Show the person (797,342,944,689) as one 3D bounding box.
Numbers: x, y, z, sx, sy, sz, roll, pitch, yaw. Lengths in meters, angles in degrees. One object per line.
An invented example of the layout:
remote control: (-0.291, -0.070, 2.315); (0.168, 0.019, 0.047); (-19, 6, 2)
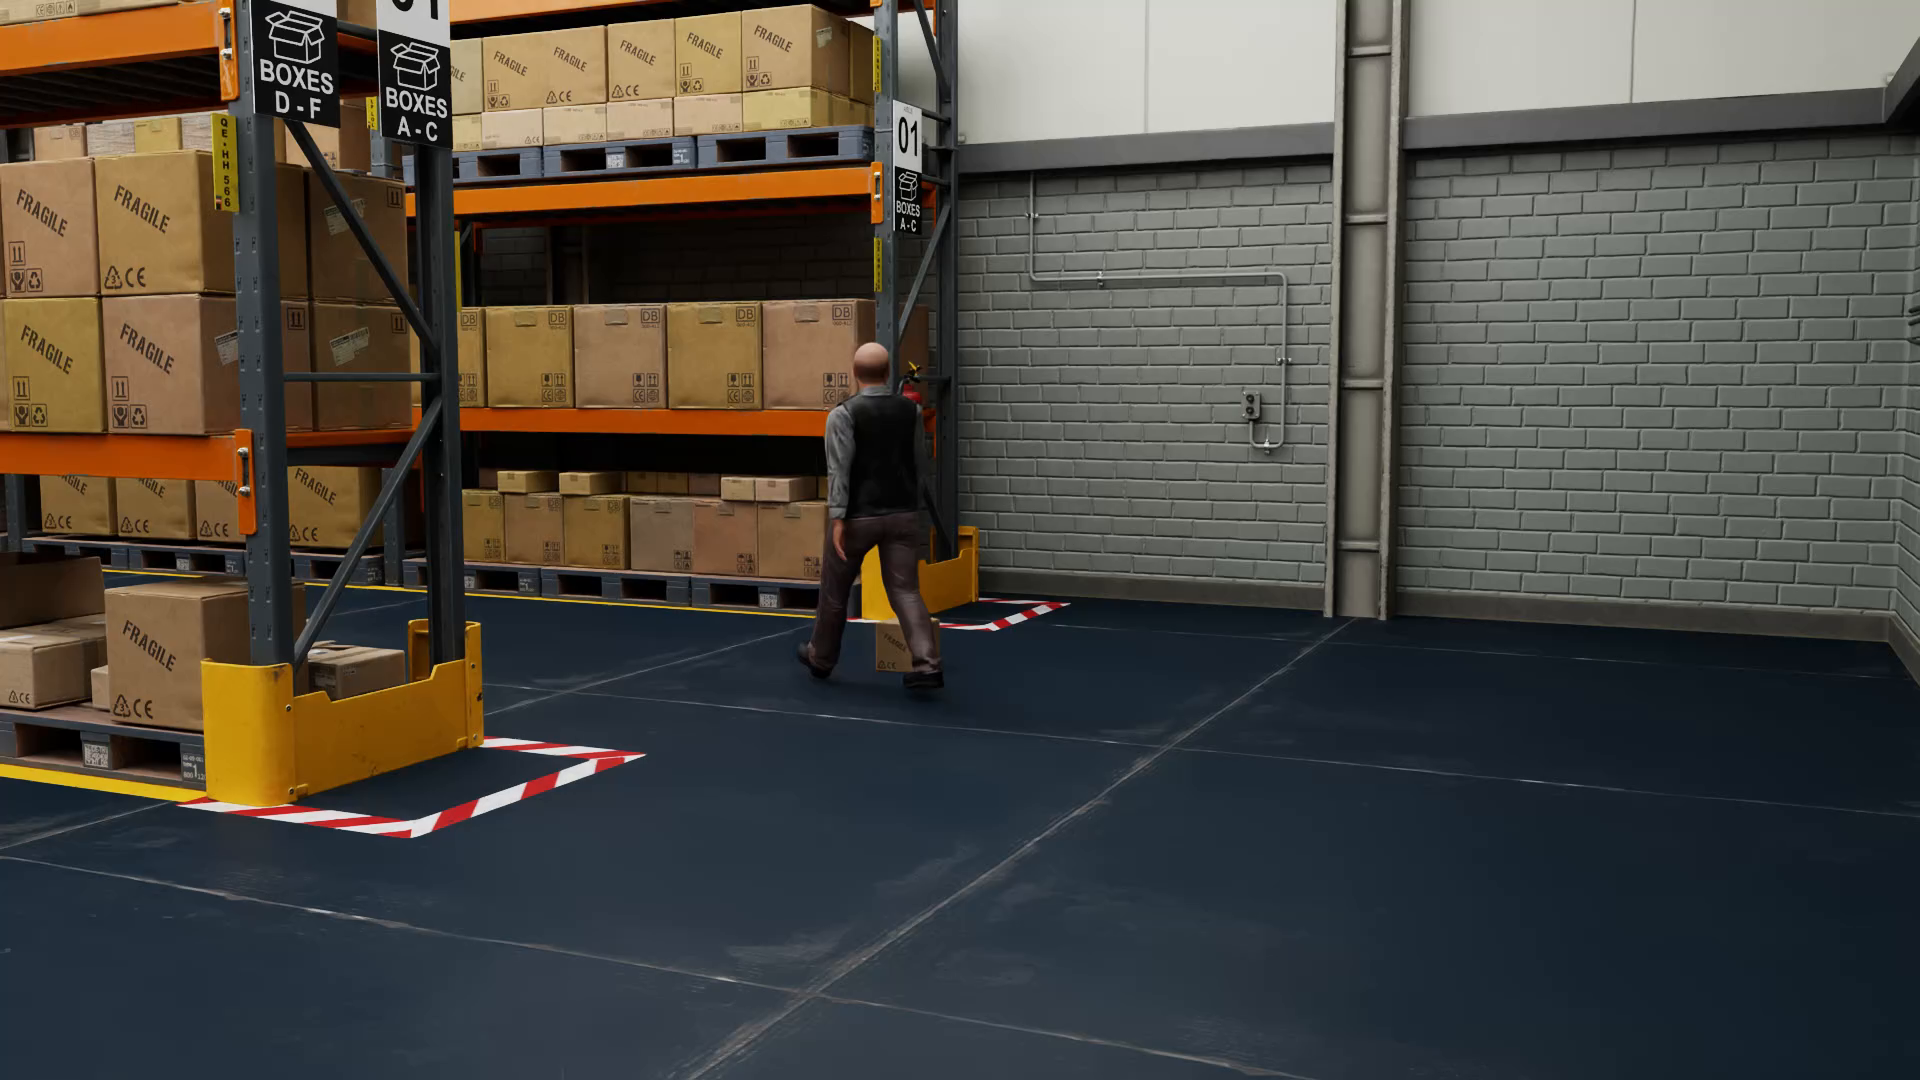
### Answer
person: (-0.443, -0.119, 8.065); (0.559, 1.663, 1.046); (-3, 6, -24)
